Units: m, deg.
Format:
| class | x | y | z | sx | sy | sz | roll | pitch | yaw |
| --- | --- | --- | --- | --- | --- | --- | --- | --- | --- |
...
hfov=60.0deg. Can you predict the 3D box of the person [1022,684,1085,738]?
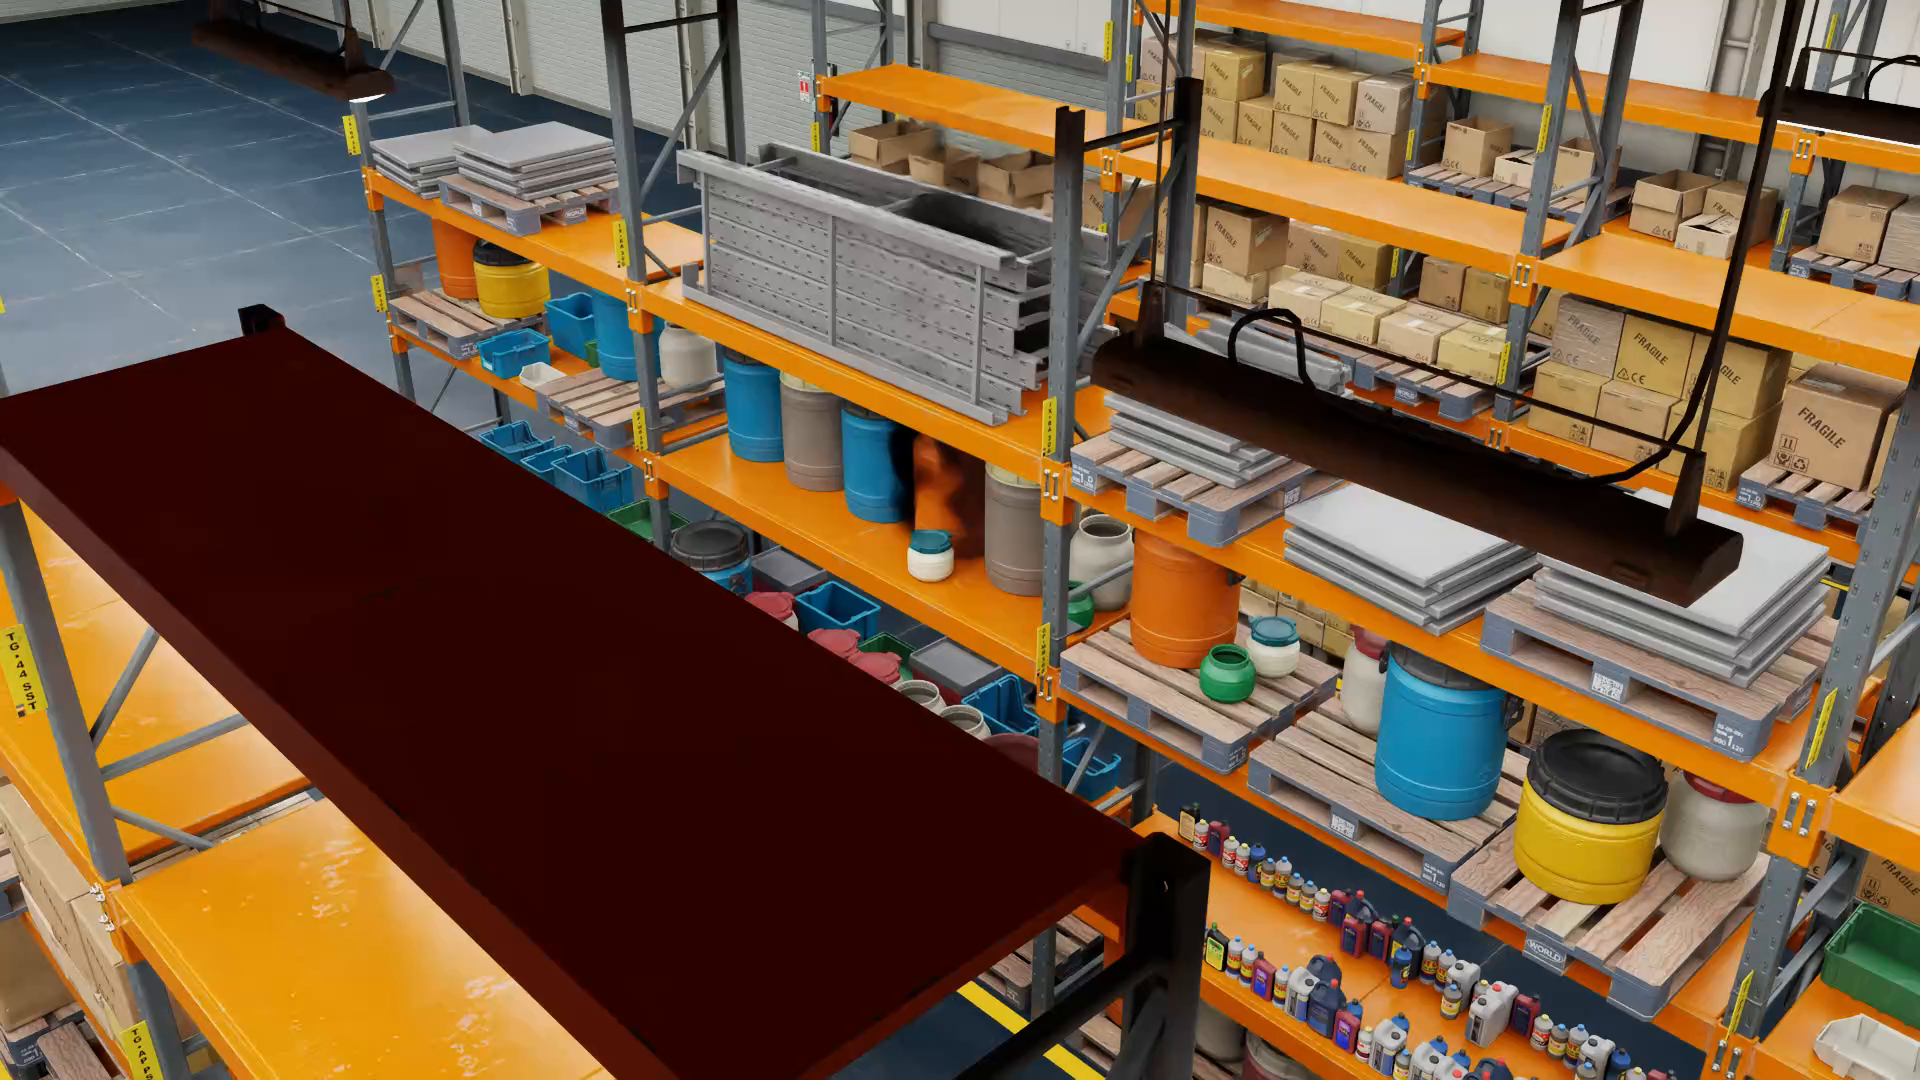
| class | x | y | z | sx | sy | sz | roll | pitch | yaw |
| --- | --- | --- | --- | --- | --- | --- | --- | --- | --- |
| person | 0.726 | 0.766 | 13.102 | 0.829 | 1.610 | 0.515 | 24 | 36 | 37 |
